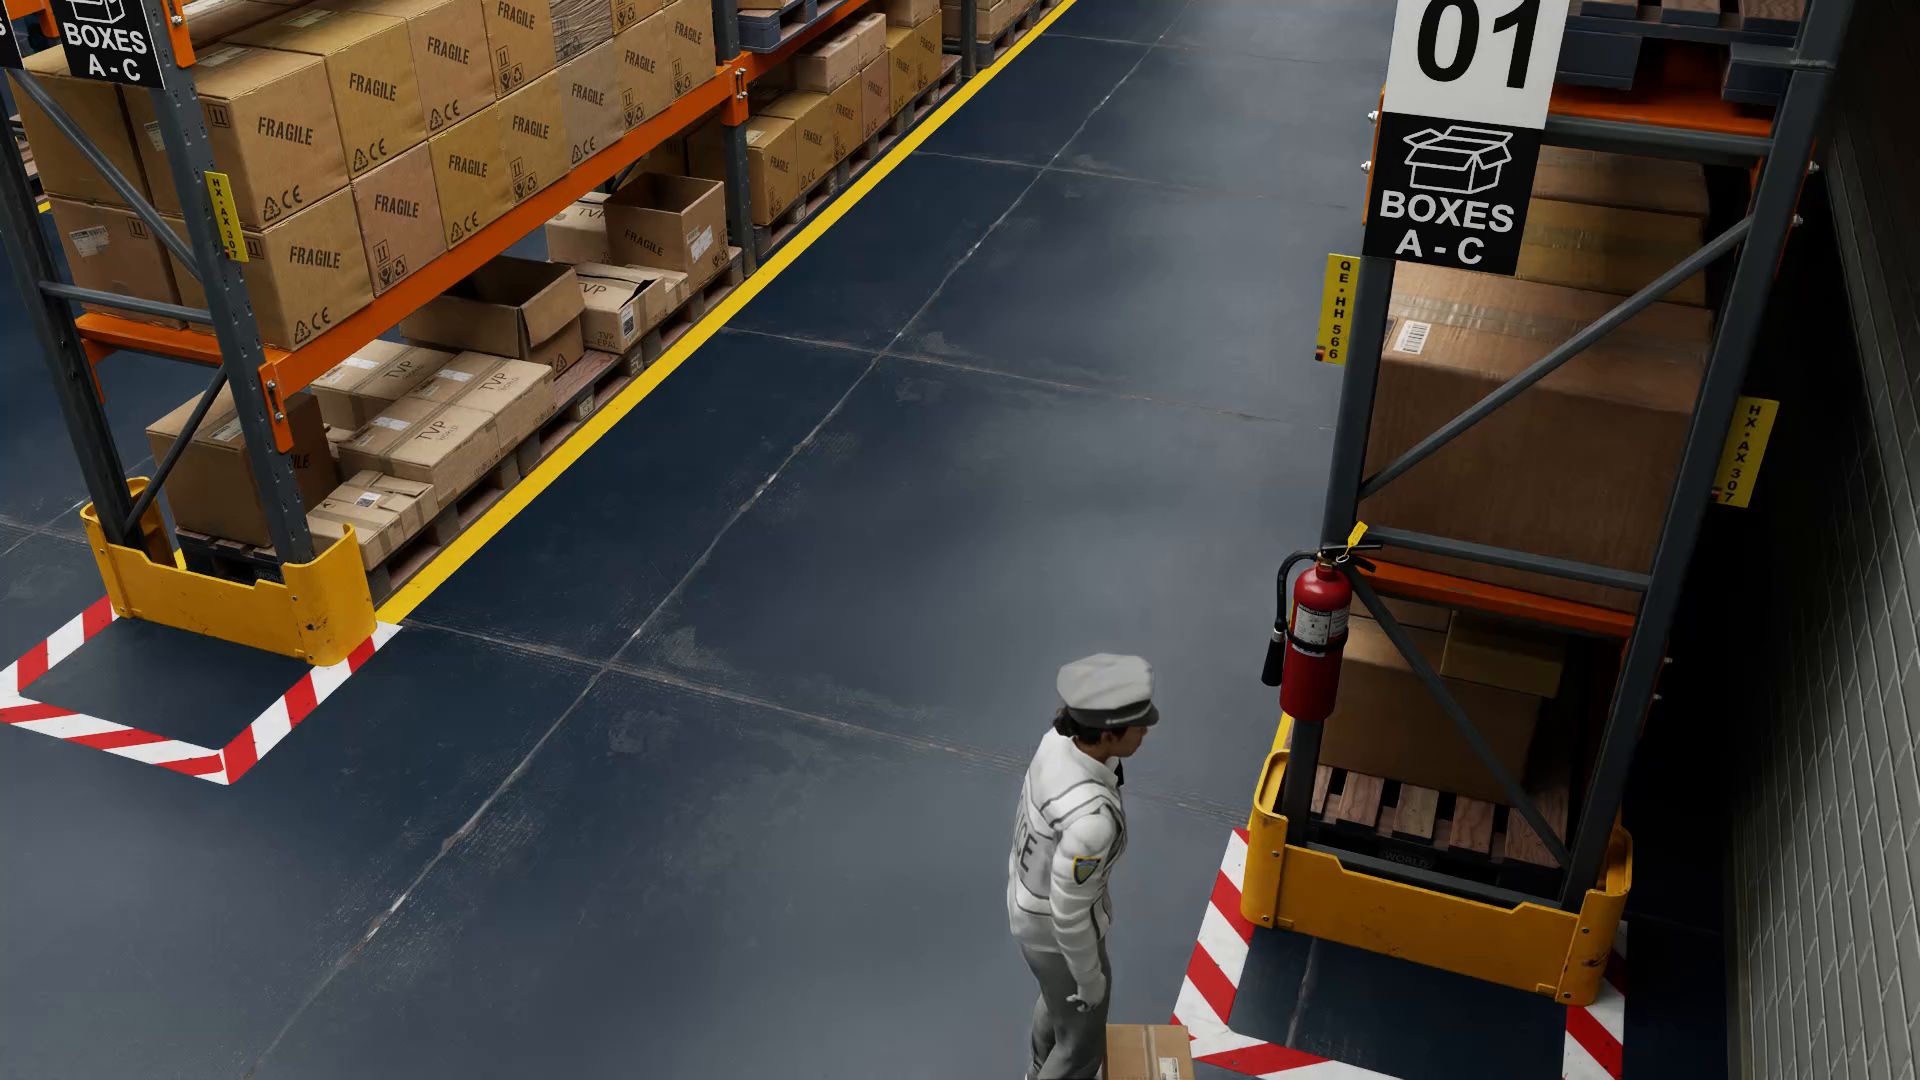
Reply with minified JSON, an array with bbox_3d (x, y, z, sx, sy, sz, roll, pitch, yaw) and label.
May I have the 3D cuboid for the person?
[{"bbox_3d":[0.317,1.040,4.564,0.375,1.662,0.518,-1,33,-1],"label":"person"}]
